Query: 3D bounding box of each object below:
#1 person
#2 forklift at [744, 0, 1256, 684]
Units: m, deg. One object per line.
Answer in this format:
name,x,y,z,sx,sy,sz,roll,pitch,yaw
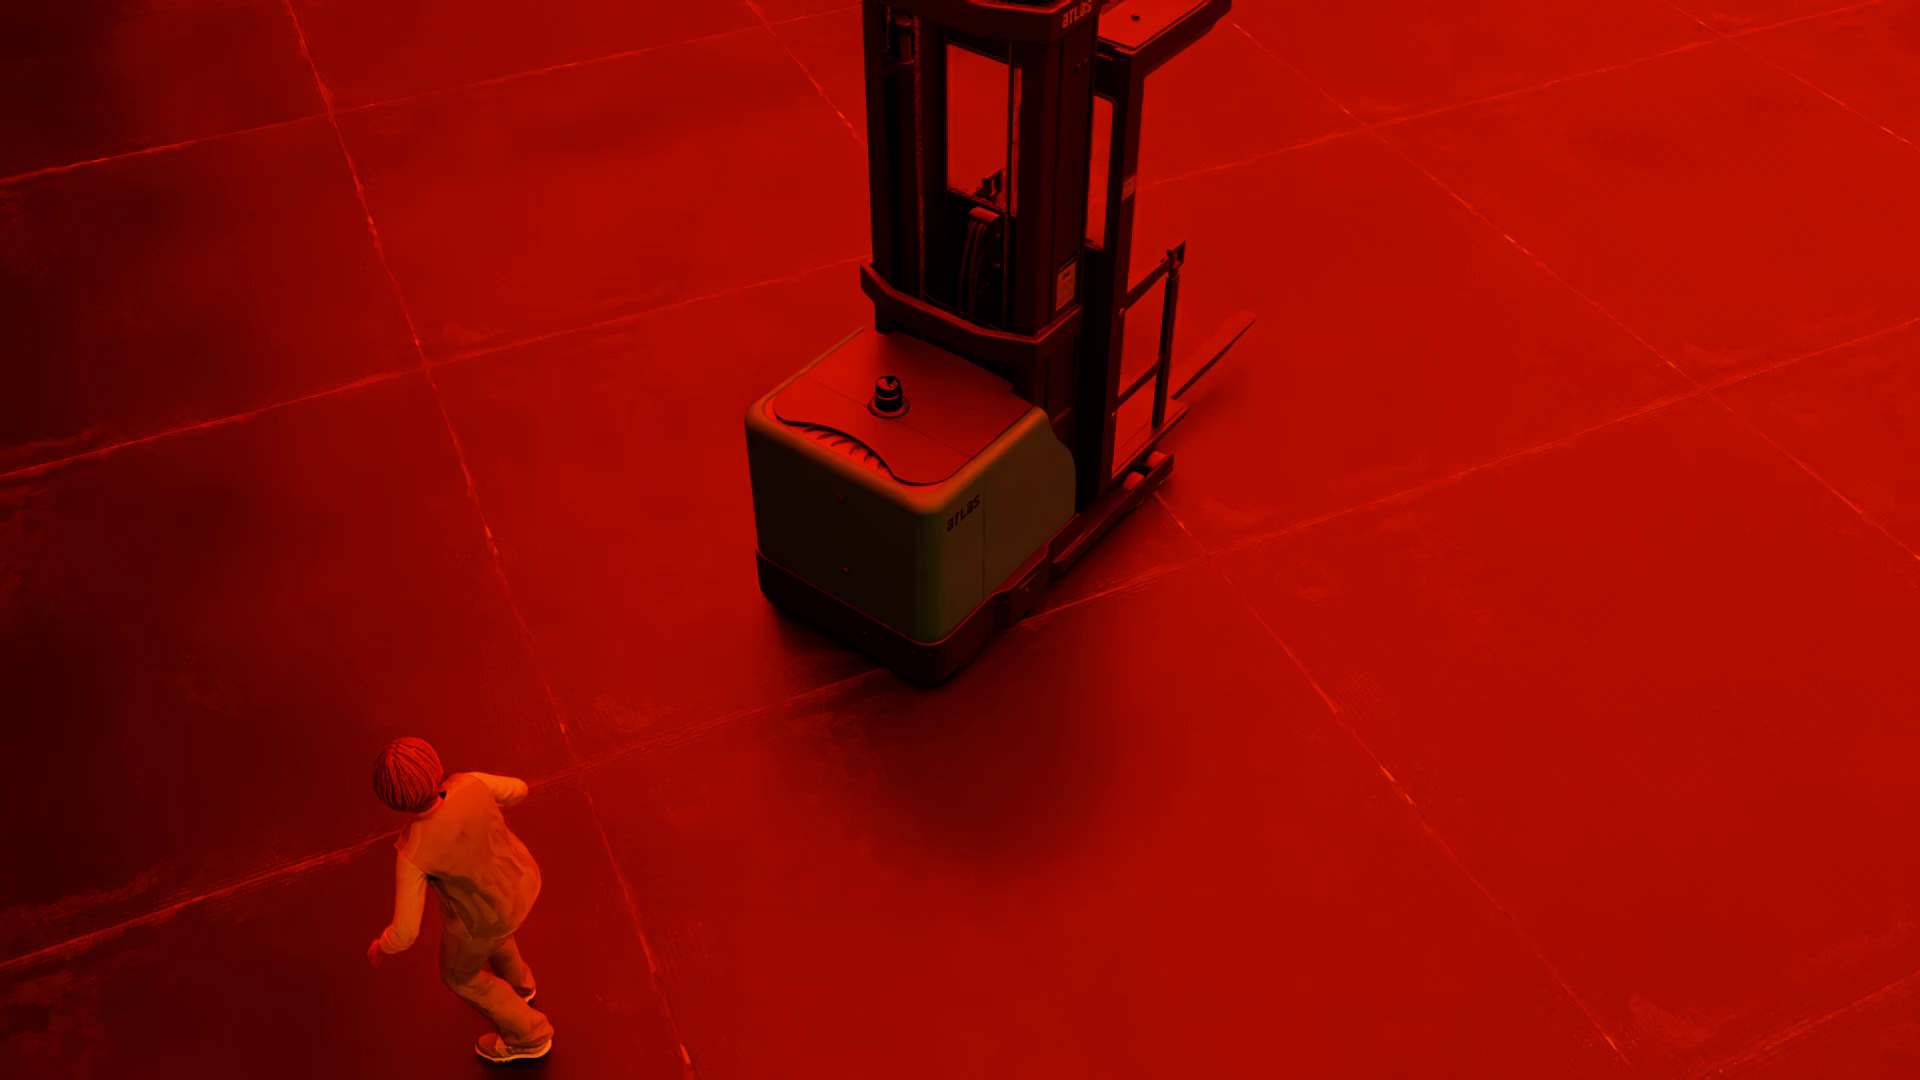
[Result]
person,-1.624,1.190,5.435,0.452,1.550,0.641,13,45,14
forklift,0.384,-1.417,7.198,1.130,2.935,3.031,27,50,26
